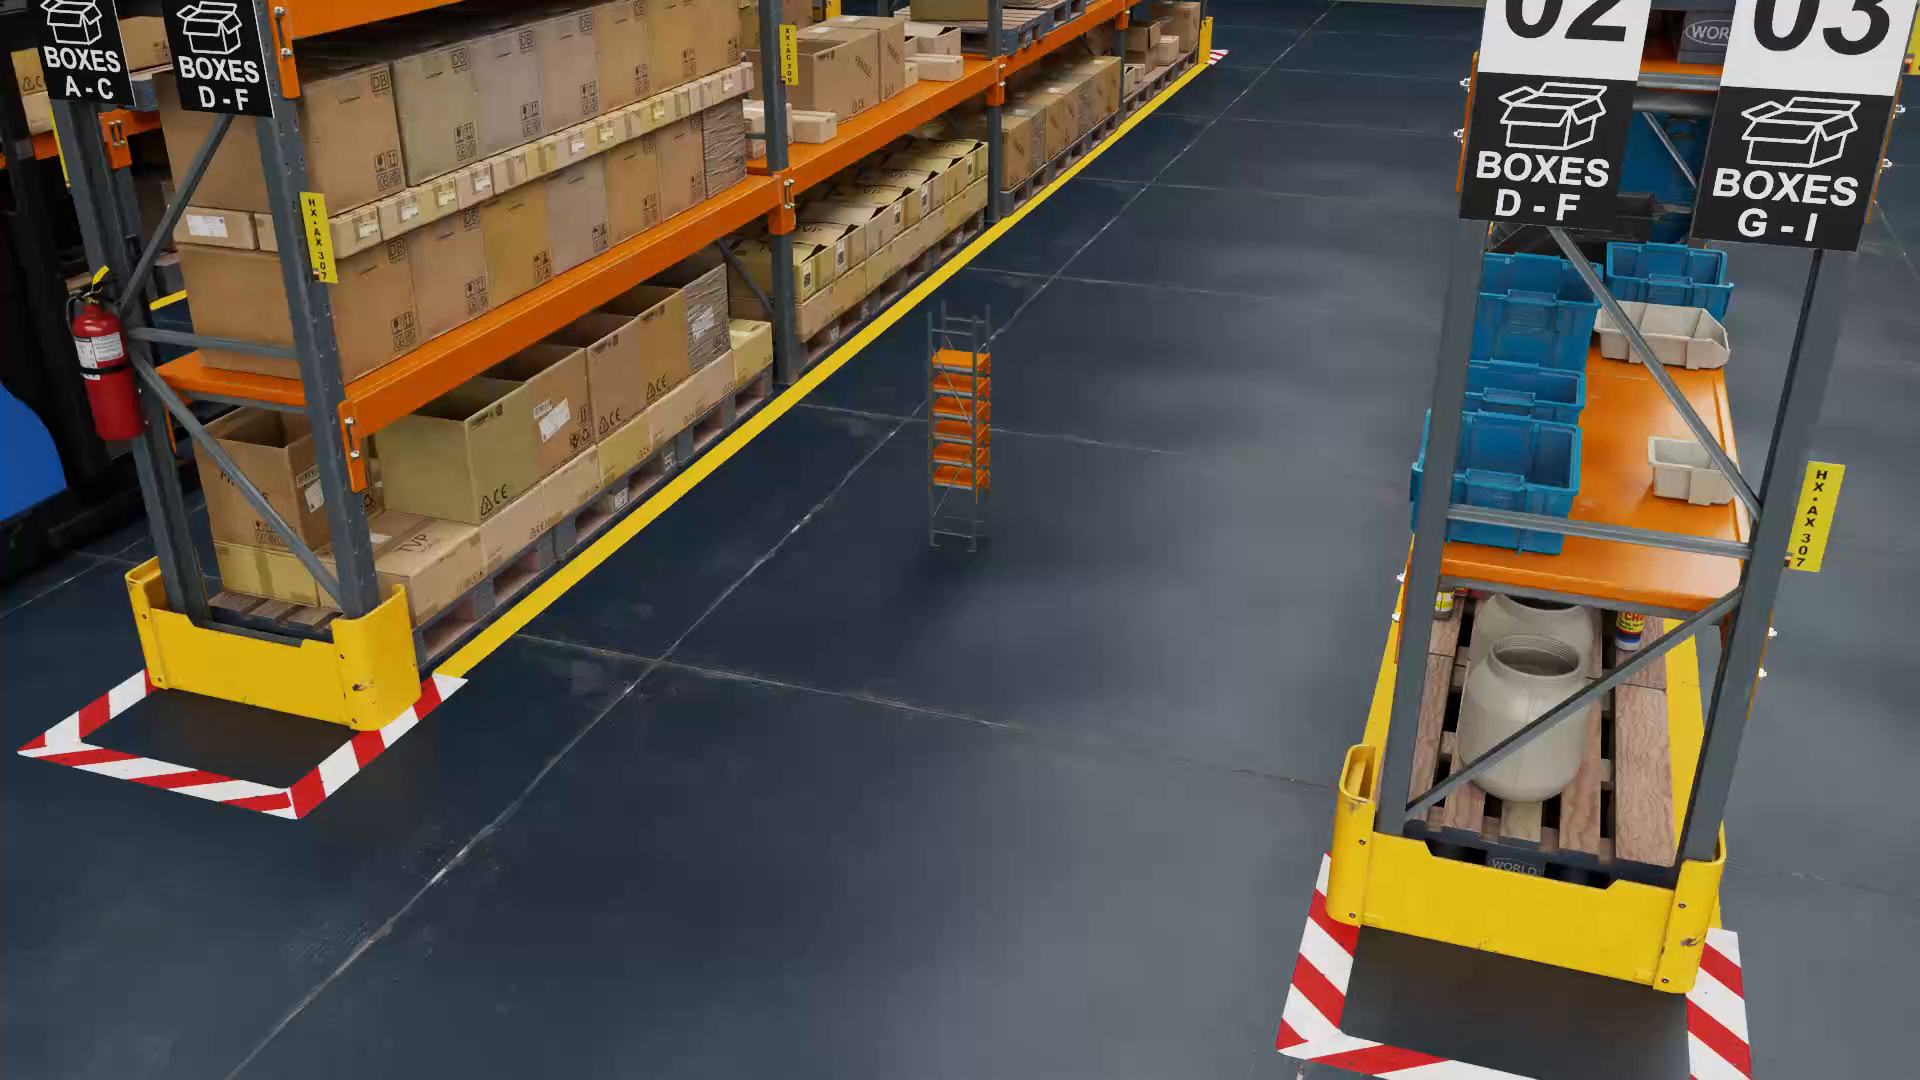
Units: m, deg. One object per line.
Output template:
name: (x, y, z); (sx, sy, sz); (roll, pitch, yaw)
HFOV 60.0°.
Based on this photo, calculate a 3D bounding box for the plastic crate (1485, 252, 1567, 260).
plastic crate: (2.464, -1.052, 7.224); (0.450, 0.188, 0.662); (9, 27, 17)

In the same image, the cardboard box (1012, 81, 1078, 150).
cardboard box: (0.773, -3.883, 15.191); (0.500, 0.500, 0.500); (8, 27, 16)

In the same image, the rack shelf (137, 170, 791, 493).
rack shelf: (-2.154, -1.238, 8.191); (1.077, 0.370, 4.000); (9, 27, 17)

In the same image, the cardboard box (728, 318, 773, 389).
cardboard box: (-1.436, -1.113, 9.780); (0.500, 0.250, 0.500); (9, 27, 17)

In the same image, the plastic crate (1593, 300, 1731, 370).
plastic crate: (2.880, -0.841, 6.848); (0.530, 0.136, 0.437); (9, 27, 17)

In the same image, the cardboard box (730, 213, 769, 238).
cardboard box: (-1.456, -2.011, 10.990); (0.500, 0.311, 0.500); (10, 27, 19)

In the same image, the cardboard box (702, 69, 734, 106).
cardboard box: (-1.461, -2.477, 9.064); (0.380, 0.149, 0.250); (8, 27, 16)

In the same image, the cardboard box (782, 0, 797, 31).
cardboard box: (-2.473, -6.588, 20.802); (0.700, 0.500, 0.500); (9, 27, 17)

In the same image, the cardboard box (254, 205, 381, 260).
cardboard box: (-2.486, -1.207, 6.442); (0.380, 0.149, 0.250); (9, 27, 17)

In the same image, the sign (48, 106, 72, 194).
sign: (-3.326, -1.452, 6.207); (0.100, 0.325, 0.005); (9, 27, 17)

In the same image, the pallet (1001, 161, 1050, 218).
pallet: (0.127, -3.074, 14.357); (1.003, 0.211, 1.213); (9, 27, 17)

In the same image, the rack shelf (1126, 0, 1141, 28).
rack shelf: (1.840, -6.170, 18.376); (1.077, 0.370, 4.000); (9, 27, 17)

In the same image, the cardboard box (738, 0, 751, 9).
cardboard box: (-2.693, -6.366, 19.597); (0.380, 0.149, 0.250); (8, 27, 16)

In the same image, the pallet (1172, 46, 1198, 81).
pallet: (2.215, -5.701, 19.783); (1.003, 0.211, 1.213); (9, 27, 17)

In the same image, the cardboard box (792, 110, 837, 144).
cardboard box: (-1.000, -2.605, 10.477); (0.380, 0.149, 0.250); (9, 27, 17)

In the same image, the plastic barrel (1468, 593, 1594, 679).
plastic barrel: (2.164, 0.423, 6.308); (0.421, 0.512, 0.421); (0, 26, 0)

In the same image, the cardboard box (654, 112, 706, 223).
cardboard box: (-1.799, -2.028, 8.882); (0.700, 0.500, 0.500); (8, 27, 17)

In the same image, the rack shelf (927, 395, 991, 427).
rack shelf: (-0.005, -0.602, 7.943); (0.258, 0.103, 0.180); (9, 27, 17)

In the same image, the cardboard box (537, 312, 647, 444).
cardboard box: (-1.929, -0.833, 8.342); (0.500, 0.500, 0.500); (9, 27, 17)

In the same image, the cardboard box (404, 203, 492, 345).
cardboard box: (-2.482, -1.192, 7.155); (0.700, 0.500, 0.500); (9, 27, 19)

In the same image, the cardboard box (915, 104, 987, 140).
cardboard box: (-0.067, -3.519, 14.440); (0.500, 0.500, 0.500); (10, 28, 19)

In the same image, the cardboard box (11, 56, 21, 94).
cardboard box: (-6.187, -2.935, 10.158); (0.500, 0.500, 0.500); (9, 27, 17)

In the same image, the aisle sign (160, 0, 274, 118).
aisle sign: (-2.552, -1.839, 5.623); (0.394, 0.787, 0.004); (9, 27, 17)

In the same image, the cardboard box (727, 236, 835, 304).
cardboard box: (-1.116, -1.722, 10.393); (0.500, 0.311, 0.500); (9, 27, 18)

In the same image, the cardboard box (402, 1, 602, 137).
cardboard box: (-2.131, -2.211, 7.771); (0.700, 0.500, 0.500); (9, 27, 17)

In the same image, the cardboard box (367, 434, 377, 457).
cardboard box: (-2.602, -0.706, 8.079); (0.500, 0.500, 0.500); (9, 27, 17)

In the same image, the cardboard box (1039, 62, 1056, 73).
cardboard box: (0.616, -4.360, 16.177); (0.500, 0.500, 0.500); (9, 27, 18)

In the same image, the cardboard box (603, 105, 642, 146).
cardboard box: (-1.801, -2.057, 8.196); (0.380, 0.149, 0.250); (10, 27, 19)

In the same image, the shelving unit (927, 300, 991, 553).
shelving unit: (-0.005, -0.534, 7.976); (0.258, 1.200, 0.189); (9, 27, 17)

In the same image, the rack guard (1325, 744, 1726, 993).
rack guard: (1.832, 1.067, 5.473); (1.175, 0.500, 0.348); (9, 27, 17)

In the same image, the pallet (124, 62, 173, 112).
pallet: (-5.769, -3.308, 11.859); (1.003, 0.211, 1.213); (9, 27, 17)

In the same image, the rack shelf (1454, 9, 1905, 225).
rack shelf: (2.516, -1.869, 6.051); (1.077, 0.370, 4.000); (9, 27, 17)

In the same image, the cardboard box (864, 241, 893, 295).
cardboard box: (-0.779, -1.888, 11.382); (0.500, 0.250, 0.500); (8, 27, 16)

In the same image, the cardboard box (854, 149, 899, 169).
cardboard box: (-0.775, -2.842, 12.707); (0.500, 0.311, 0.500); (8, 27, 16)

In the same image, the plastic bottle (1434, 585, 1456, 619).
plastic bottle: (2.048, 0.223, 7.054); (0.097, 0.201, 0.097); (0, 26, 0)

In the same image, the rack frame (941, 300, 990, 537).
rack frame: (0.026, -0.572, 8.054); (0.240, 1.200, 0.006); (9, 27, 17)

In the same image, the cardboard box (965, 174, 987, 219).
cardboard box: (-0.102, -2.728, 13.115); (0.500, 0.250, 0.500); (9, 27, 19)

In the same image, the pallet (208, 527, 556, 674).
pallet: (-2.604, 0.194, 7.606); (1.003, 0.211, 1.213); (9, 27, 17)

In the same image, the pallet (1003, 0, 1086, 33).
pallet: (0.486, -4.741, 14.821); (1.003, 0.211, 1.213); (9, 27, 17)

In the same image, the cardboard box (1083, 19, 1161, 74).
cardboard box: (1.794, -5.519, 18.566); (0.797, 0.503, 0.637); (9, 27, 17)

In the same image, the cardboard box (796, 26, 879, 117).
cardboard box: (-0.875, -3.165, 11.229); (0.500, 0.500, 0.500); (9, 27, 18)

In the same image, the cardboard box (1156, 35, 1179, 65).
cardboard box: (2.212, -5.631, 19.088); (0.500, 0.250, 0.500); (9, 27, 17)

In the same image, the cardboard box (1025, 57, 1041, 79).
cardboard box: (0.451, -4.508, 15.621); (0.500, 0.250, 0.500); (9, 27, 18)

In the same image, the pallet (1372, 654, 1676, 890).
pallet: (2.107, 0.864, 6.224); (1.003, 0.211, 1.213); (9, 27, 17)

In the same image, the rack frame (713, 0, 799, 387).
rack frame: (-1.488, -2.384, 9.732); (1.000, 3.000, 0.127); (9, 27, 17)

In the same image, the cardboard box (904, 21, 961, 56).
cardboard box: (-0.319, -3.845, 12.851); (0.500, 0.311, 0.500); (11, 28, 21)

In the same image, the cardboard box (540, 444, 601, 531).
cardboard box: (-2.101, -0.291, 8.083); (0.500, 0.250, 0.500); (9, 27, 17)

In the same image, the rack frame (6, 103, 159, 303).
rack frame: (-6.161, -3.101, 11.212); (1.000, 3.000, 0.127); (9, 27, 17)

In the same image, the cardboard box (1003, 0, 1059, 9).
cardboard box: (0.431, -4.885, 14.301); (0.700, 0.500, 0.500); (14, 29, 27)

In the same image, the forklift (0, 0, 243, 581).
forklift: (-4.668, -1.548, 8.083); (1.130, 2.935, 3.031); (8, 27, 16)

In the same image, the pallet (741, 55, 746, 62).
pallet: (-3.172, -5.435, 19.232); (1.003, 0.211, 1.213); (9, 27, 17)

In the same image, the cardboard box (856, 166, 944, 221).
cardboard box: (-0.437, -2.559, 12.123); (0.500, 0.311, 0.500); (9, 27, 17)

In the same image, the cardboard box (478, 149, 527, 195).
cardboard box: (-2.144, -1.632, 7.319); (0.380, 0.149, 0.250); (8, 27, 16)
